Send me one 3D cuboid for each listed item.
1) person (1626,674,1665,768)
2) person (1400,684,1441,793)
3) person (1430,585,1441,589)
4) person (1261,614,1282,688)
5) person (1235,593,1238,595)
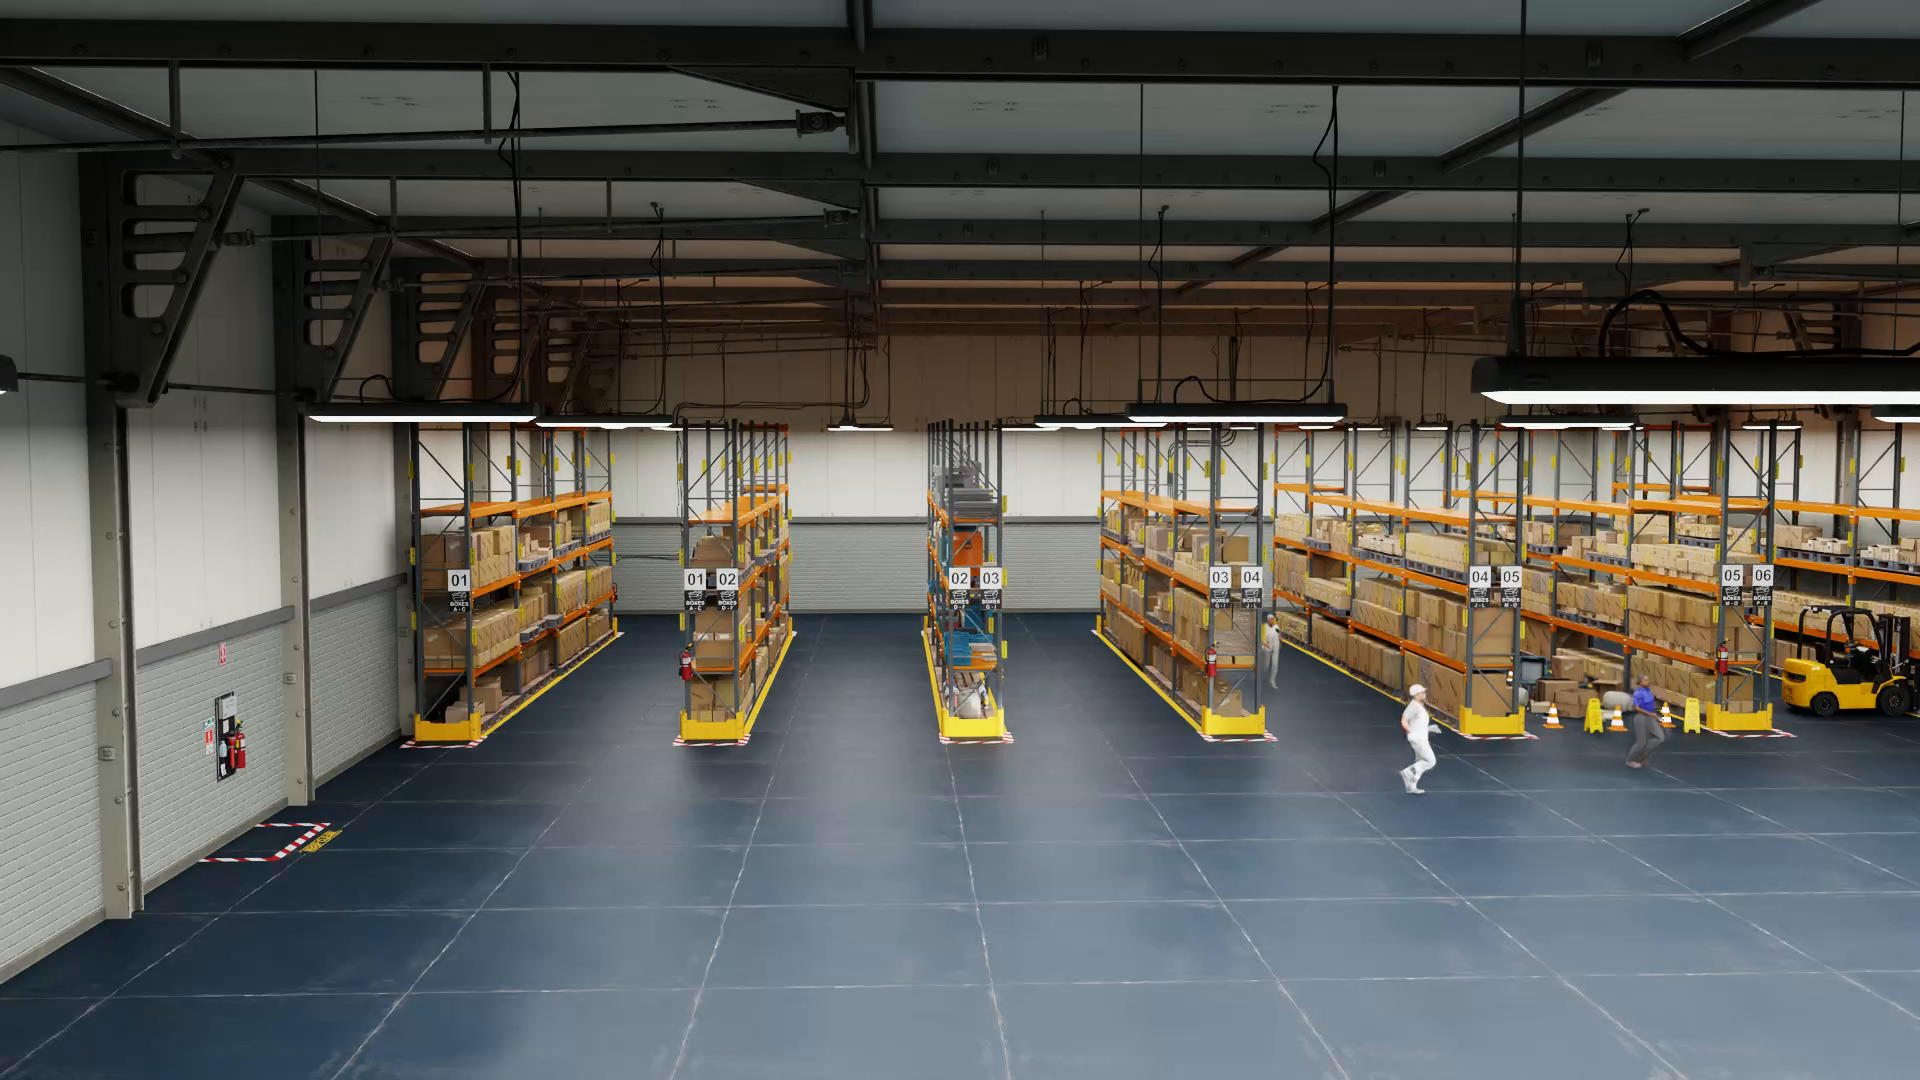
[{"bbox_3d":[11.711,3.097,28.397,0.589,1.602,0.617,-3,5,-38],"label":"person"},{"bbox_3d":[7.304,3.161,26.367,0.587,1.739,0.656,2,4,24],"label":"person"},{"bbox_3d":[14.170,1.717,49.371,0.573,1.689,0.707,1,4,18],"label":"person"},{"bbox_3d":[7.027,2.509,37.746,0.614,1.648,0.766,-1,4,-11],"label":"person"},{"bbox_3d":[7.813,1.872,48.143,0.583,1.558,0.770,3,5,43],"label":"person"}]
